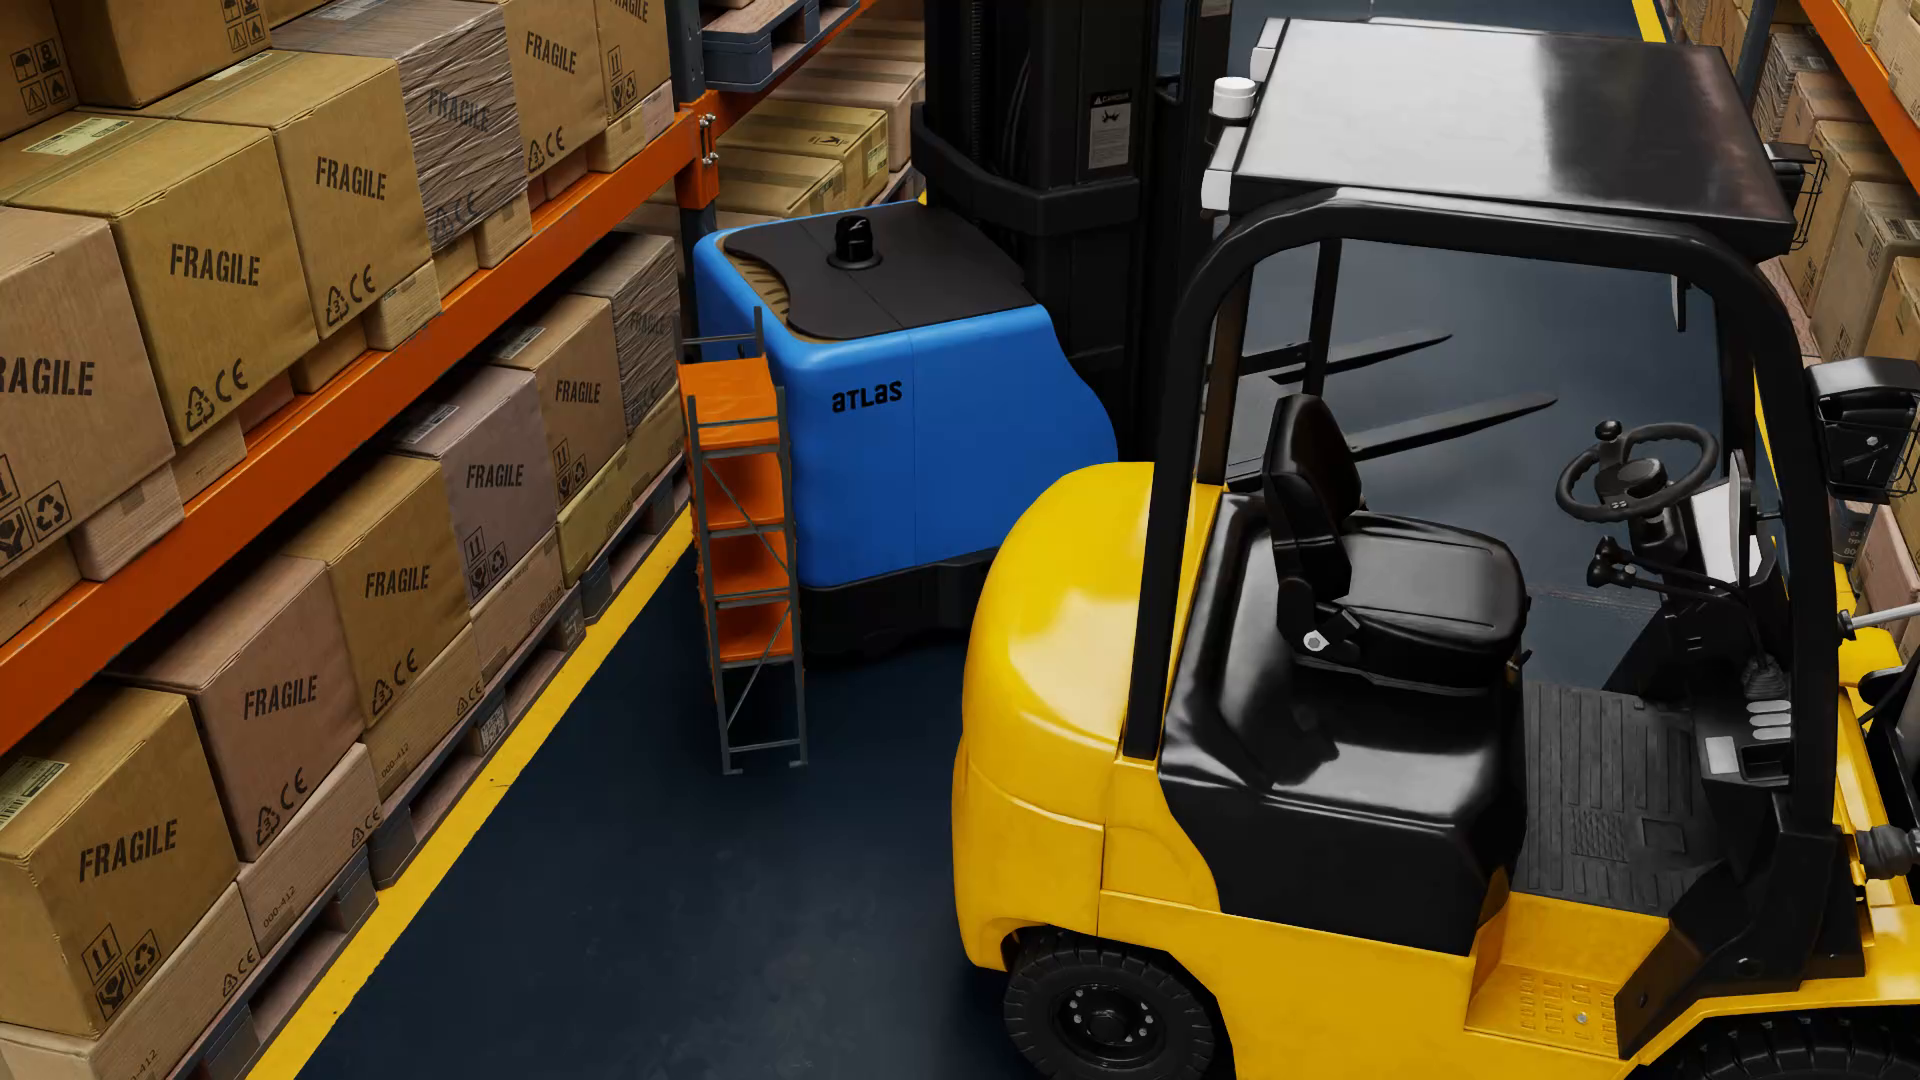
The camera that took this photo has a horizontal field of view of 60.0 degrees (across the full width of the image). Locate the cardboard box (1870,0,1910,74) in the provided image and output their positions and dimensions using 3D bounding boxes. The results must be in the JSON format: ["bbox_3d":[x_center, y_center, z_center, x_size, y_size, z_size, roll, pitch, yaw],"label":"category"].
[{"bbox_3d":[3.587,-1.793,5.915,0.500,0.250,0.500,8,33,13],"label":"cardboard box"}]

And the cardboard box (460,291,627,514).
[{"bbox_3d":[-1.386,-0.444,5.125,0.500,0.500,0.500,9,33,13],"label":"cardboard box"}]

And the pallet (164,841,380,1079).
[{"bbox_3d":[-2.123,1.078,3.857,1.003,0.211,1.213,8,33,12],"label":"pallet"}]

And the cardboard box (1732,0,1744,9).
[{"bbox_3d":[4.369,-2.953,8.933,0.380,0.149,0.250,6,33,10],"label":"cardboard box"}]

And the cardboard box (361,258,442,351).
[{"bbox_3d":[-1.533,-0.609,4.146,0.380,0.149,0.250,8,33,13],"label":"cardboard box"}]

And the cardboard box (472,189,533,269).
[{"bbox_3d":[-1.409,-0.876,4.566,0.380,0.149,0.250,8,33,12],"label":"cardboard box"}]

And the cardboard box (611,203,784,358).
[{"bbox_3d":[-1.237,-1.059,6.678,0.950,0.372,0.625,8,33,13],"label":"cardboard box"}]

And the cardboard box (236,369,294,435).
[{"bbox_3d":[-1.749,-0.354,3.745,0.380,0.149,0.250,9,34,14],"label":"cardboard box"}]

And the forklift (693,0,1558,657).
[{"bbox_3d":[0.699,-1.398,5.216,3.031,2.935,1.130,-14,35,-20],"label":"forklift"}]

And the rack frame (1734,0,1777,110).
[{"bbox_3d":[4.450,-3.120,7.862,1.000,3.000,0.127,8,33,12],"label":"rack frame"}]

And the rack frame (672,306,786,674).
[{"bbox_3d":[-0.656,-0.112,4.809,0.240,1.200,0.015,-7,33,-10],"label":"rack frame"}]

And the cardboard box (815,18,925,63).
[{"bbox_3d":[-0.506,-2.570,9.055,0.950,0.372,0.625,6,33,9],"label":"cardboard box"}]

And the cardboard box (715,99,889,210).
[{"bbox_3d":[-0.883,-1.793,7.833,0.950,0.372,0.625,9,34,14],"label":"cardboard box"}]

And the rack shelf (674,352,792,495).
[{"bbox_3d":[-0.604,-0.316,4.397,0.258,0.148,0.480,-7,33,-10],"label":"rack shelf"}]

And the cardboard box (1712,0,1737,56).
[{"bbox_3d":[4.486,-2.749,9.217,0.500,0.500,0.500,8,33,12],"label":"cardboard box"}]

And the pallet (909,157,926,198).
[{"bbox_3d":[-0.552,-2.212,9.032,1.003,0.211,1.213,8,33,12],"label":"pallet"}]

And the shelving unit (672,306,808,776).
[{"bbox_3d":[-0.604,0.015,4.608,0.258,1.200,0.503,-7,33,-10],"label":"shelving unit"}]

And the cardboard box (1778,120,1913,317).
[{"bbox_3d":[3.949,-1.284,6.795,0.875,0.625,0.625,7,33,10],"label":"cardboard box"}]

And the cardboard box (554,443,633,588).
[{"bbox_3d":[-1.383,-0.114,5.305,0.500,0.250,0.500,7,33,11],"label":"cardboard box"}]

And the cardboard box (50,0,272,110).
[{"bbox_3d":[-2.038,-1.307,3.708,0.700,0.500,0.500,8,33,12],"label":"cardboard box"}]

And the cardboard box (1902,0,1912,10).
[{"bbox_3d":[3.571,-2.014,5.796,0.500,0.250,0.500,9,33,13],"label":"cardboard box"}]

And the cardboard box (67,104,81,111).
[{"bbox_3d":[-2.103,-0.908,4.012,0.500,0.500,0.500,8,33,13],"label":"cardboard box"}]

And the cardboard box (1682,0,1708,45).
[{"bbox_3d":[4.730,-3.293,10.073,0.500,0.500,0.500,7,33,11],"label":"cardboard box"}]

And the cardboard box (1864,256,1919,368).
[{"bbox_3d":[3.556,-0.492,5.549,0.875,0.625,0.625,9,34,15],"label":"cardboard box"}]

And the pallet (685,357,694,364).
[{"bbox_3d":[-1.171,-0.946,7.041,1.003,0.211,1.213,8,33,12],"label":"pallet"}]

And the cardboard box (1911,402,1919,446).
[{"bbox_3d":[3.008,-0.275,4.626,0.500,0.250,0.500,8,33,12],"label":"cardboard box"}]

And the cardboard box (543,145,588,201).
[{"bbox_3d":[-1.353,-1.149,4.995,0.380,0.149,0.250,8,33,13],"label":"cardboard box"}]

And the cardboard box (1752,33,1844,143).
[{"bbox_3d":[4.278,-1.973,7.880,0.875,0.625,0.625,9,34,14],"label":"cardboard box"}]

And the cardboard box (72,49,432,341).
[{"bbox_3d":[-1.617,-0.817,3.869,0.500,0.500,0.500,7,33,11],"label":"cardboard box"}]

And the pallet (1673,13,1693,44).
[{"bbox_3d":[4.987,-2.957,10.204,1.003,0.211,1.213,8,33,12],"label":"pallet"}]

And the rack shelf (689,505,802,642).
[{"bbox_3d":[-0.604,0.072,4.644,0.258,0.148,0.480,-7,33,-10],"label":"rack shelf"}]

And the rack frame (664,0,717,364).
[{"bbox_3d":[-1.368,-1.718,5.657,1.000,3.000,0.127,8,33,12],"label":"rack frame"}]

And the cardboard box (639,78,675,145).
[{"bbox_3d":[-1.154,-1.404,5.396,0.380,0.149,0.250,8,33,12],"label":"cardboard box"}]

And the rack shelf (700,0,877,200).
[{"bbox_3d":[-0.860,-2.452,7.482,1.077,0.370,4.000,8,33,12],"label":"rack shelf"}]

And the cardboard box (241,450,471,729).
[{"bbox_3d":[-1.641,0.100,4.270,0.500,0.500,0.500,9,33,13],"label":"cardboard box"}]

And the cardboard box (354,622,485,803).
[{"bbox_3d":[-1.647,0.411,4.479,0.500,0.250,0.500,10,34,16],"label":"cardboard box"}]

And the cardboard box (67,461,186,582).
[{"bbox_3d":[-1.791,-0.069,3.298,0.380,0.149,0.250,9,33,13],"label":"cardboard box"}]

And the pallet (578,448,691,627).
[{"bbox_3d":[-1.504,-0.188,5.849,1.003,0.211,1.213,8,33,12],"label":"pallet"}]

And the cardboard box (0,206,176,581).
[{"bbox_3d":[-1.866,-0.287,3.036,0.500,0.500,0.500,9,34,14],"label":"cardboard box"}]

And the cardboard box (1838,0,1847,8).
[{"bbox_3d":[3.844,-2.331,6.761,0.500,0.250,0.500,7,33,11],"label":"cardboard box"}]

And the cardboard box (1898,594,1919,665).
[{"bbox_3d":[2.878,0.410,4.480,0.500,0.250,0.500,7,33,11],"label":"cardboard box"}]

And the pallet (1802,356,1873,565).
[{"bbox_3d":[3.584,-0.255,5.955,1.003,0.211,1.213,8,33,12],"label":"pallet"}]

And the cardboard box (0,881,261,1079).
[{"bbox_3d":[-1.911,0.960,3.616,0.500,0.250,0.500,8,33,12],"label":"cardboard box"}]

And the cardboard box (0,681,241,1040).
[{"bbox_3d":[-1.905,0.631,3.434,0.500,0.500,0.500,7,33,11],"label":"cardboard box"}]

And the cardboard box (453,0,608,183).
[{"bbox_3d":[-1.364,-1.353,4.712,0.500,0.500,0.500,9,34,14],"label":"cardboard box"}]
